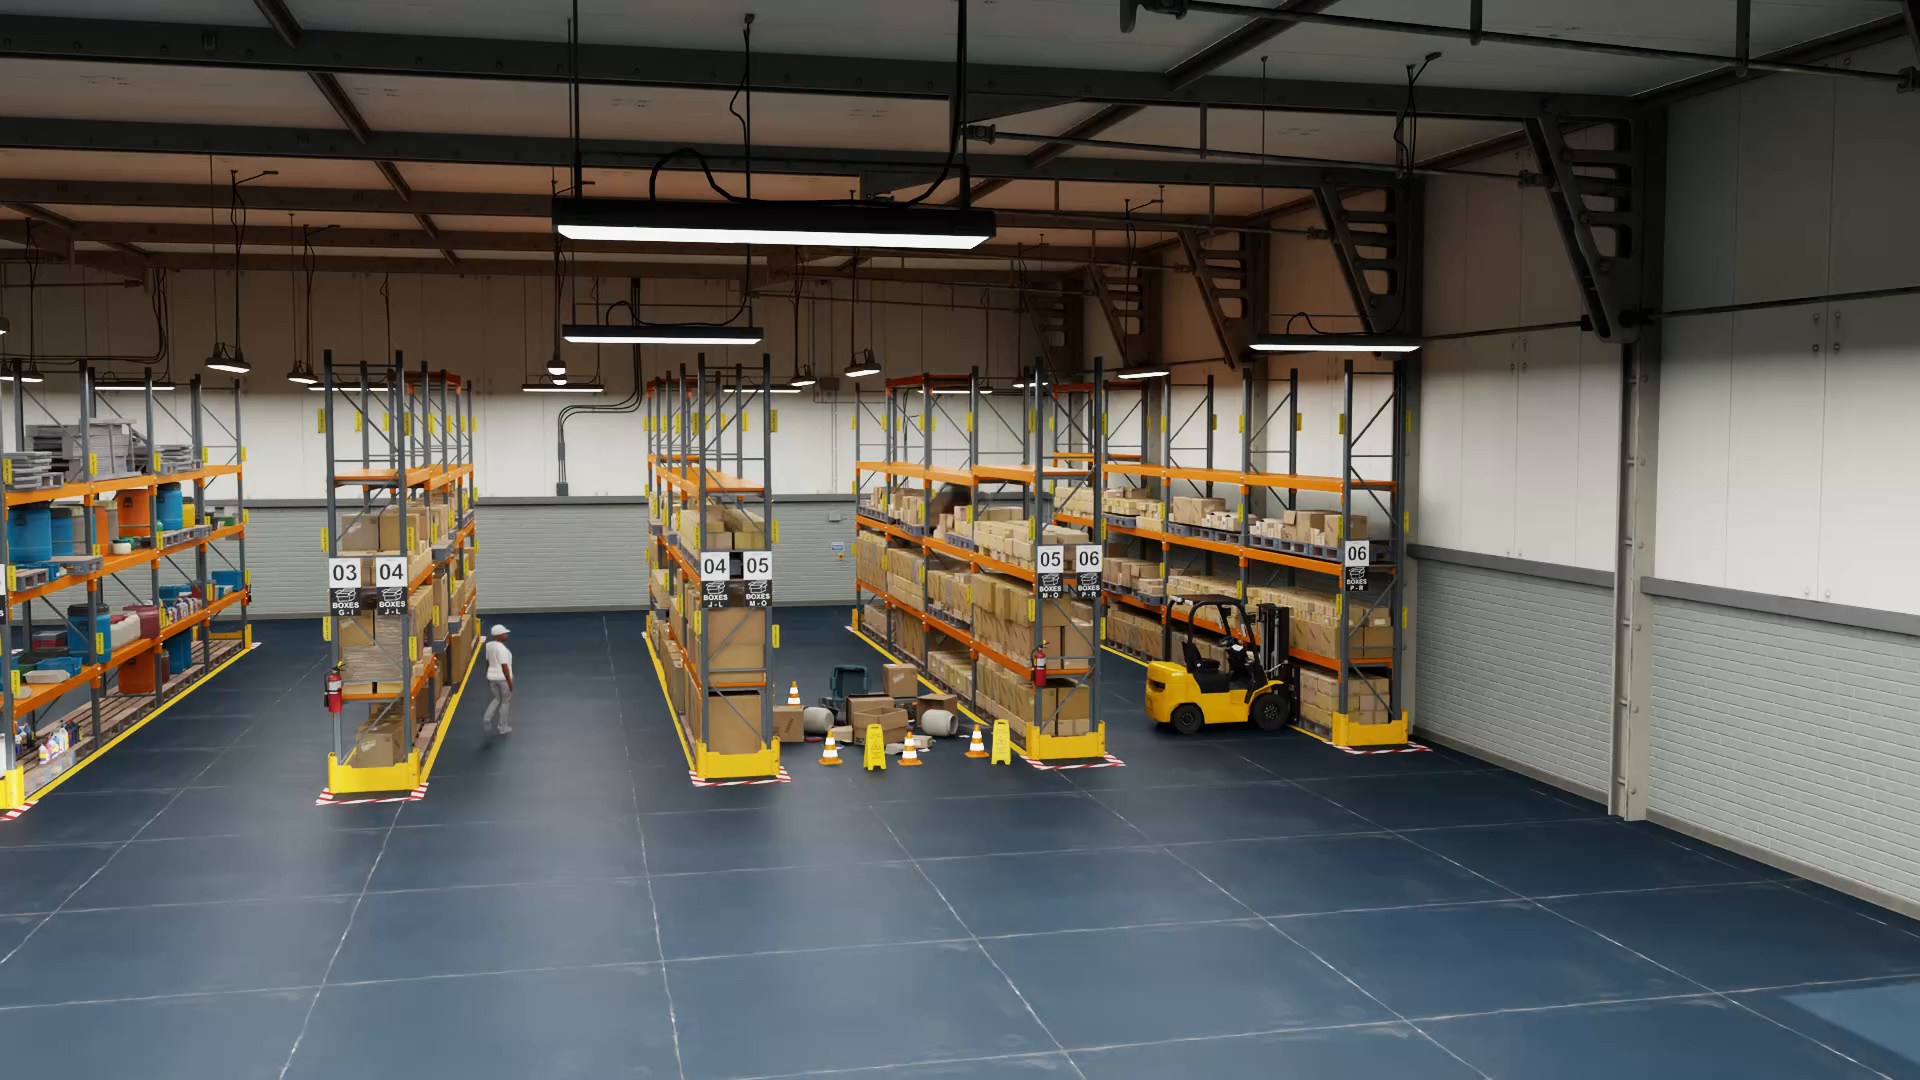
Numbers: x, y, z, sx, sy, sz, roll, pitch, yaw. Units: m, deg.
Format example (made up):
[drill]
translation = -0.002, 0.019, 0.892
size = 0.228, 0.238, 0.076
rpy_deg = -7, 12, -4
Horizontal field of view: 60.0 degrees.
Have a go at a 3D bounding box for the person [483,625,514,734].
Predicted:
[person]
translation = -7.449, 2.243, 26.795
size = 0.568, 1.760, 0.543
rpy_deg = 2, 4, 24
